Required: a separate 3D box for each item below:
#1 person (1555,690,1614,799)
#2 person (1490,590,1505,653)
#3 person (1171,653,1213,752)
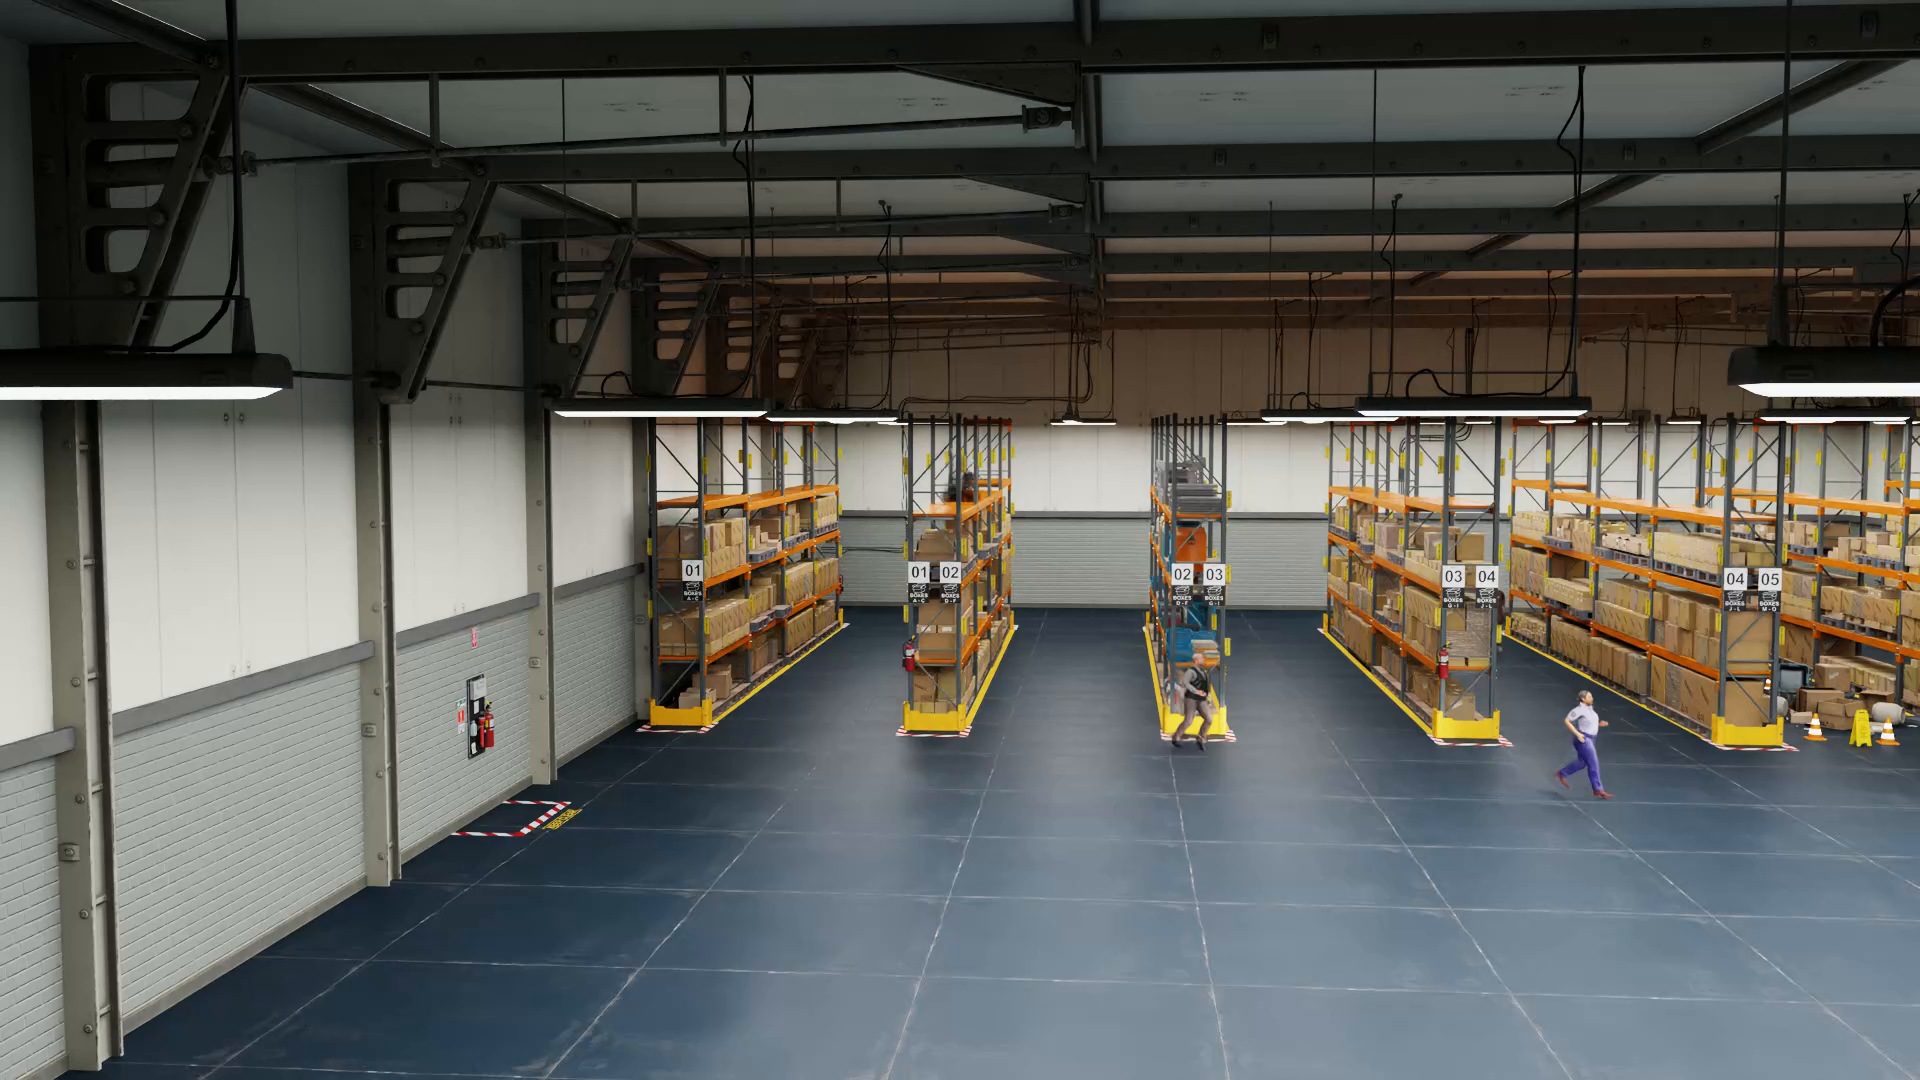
[{"bbox_3d":[9.716,3.143,25.876,0.943,1.632,0.608,3,5,37],"label":"person"},{"bbox_3d":[13.696,1.938,42.699,0.708,1.791,1.040,0,4,2],"label":"person"},{"bbox_3d":[4.201,2.890,29.654,0.695,1.747,0.709,4,5,45],"label":"person"}]
